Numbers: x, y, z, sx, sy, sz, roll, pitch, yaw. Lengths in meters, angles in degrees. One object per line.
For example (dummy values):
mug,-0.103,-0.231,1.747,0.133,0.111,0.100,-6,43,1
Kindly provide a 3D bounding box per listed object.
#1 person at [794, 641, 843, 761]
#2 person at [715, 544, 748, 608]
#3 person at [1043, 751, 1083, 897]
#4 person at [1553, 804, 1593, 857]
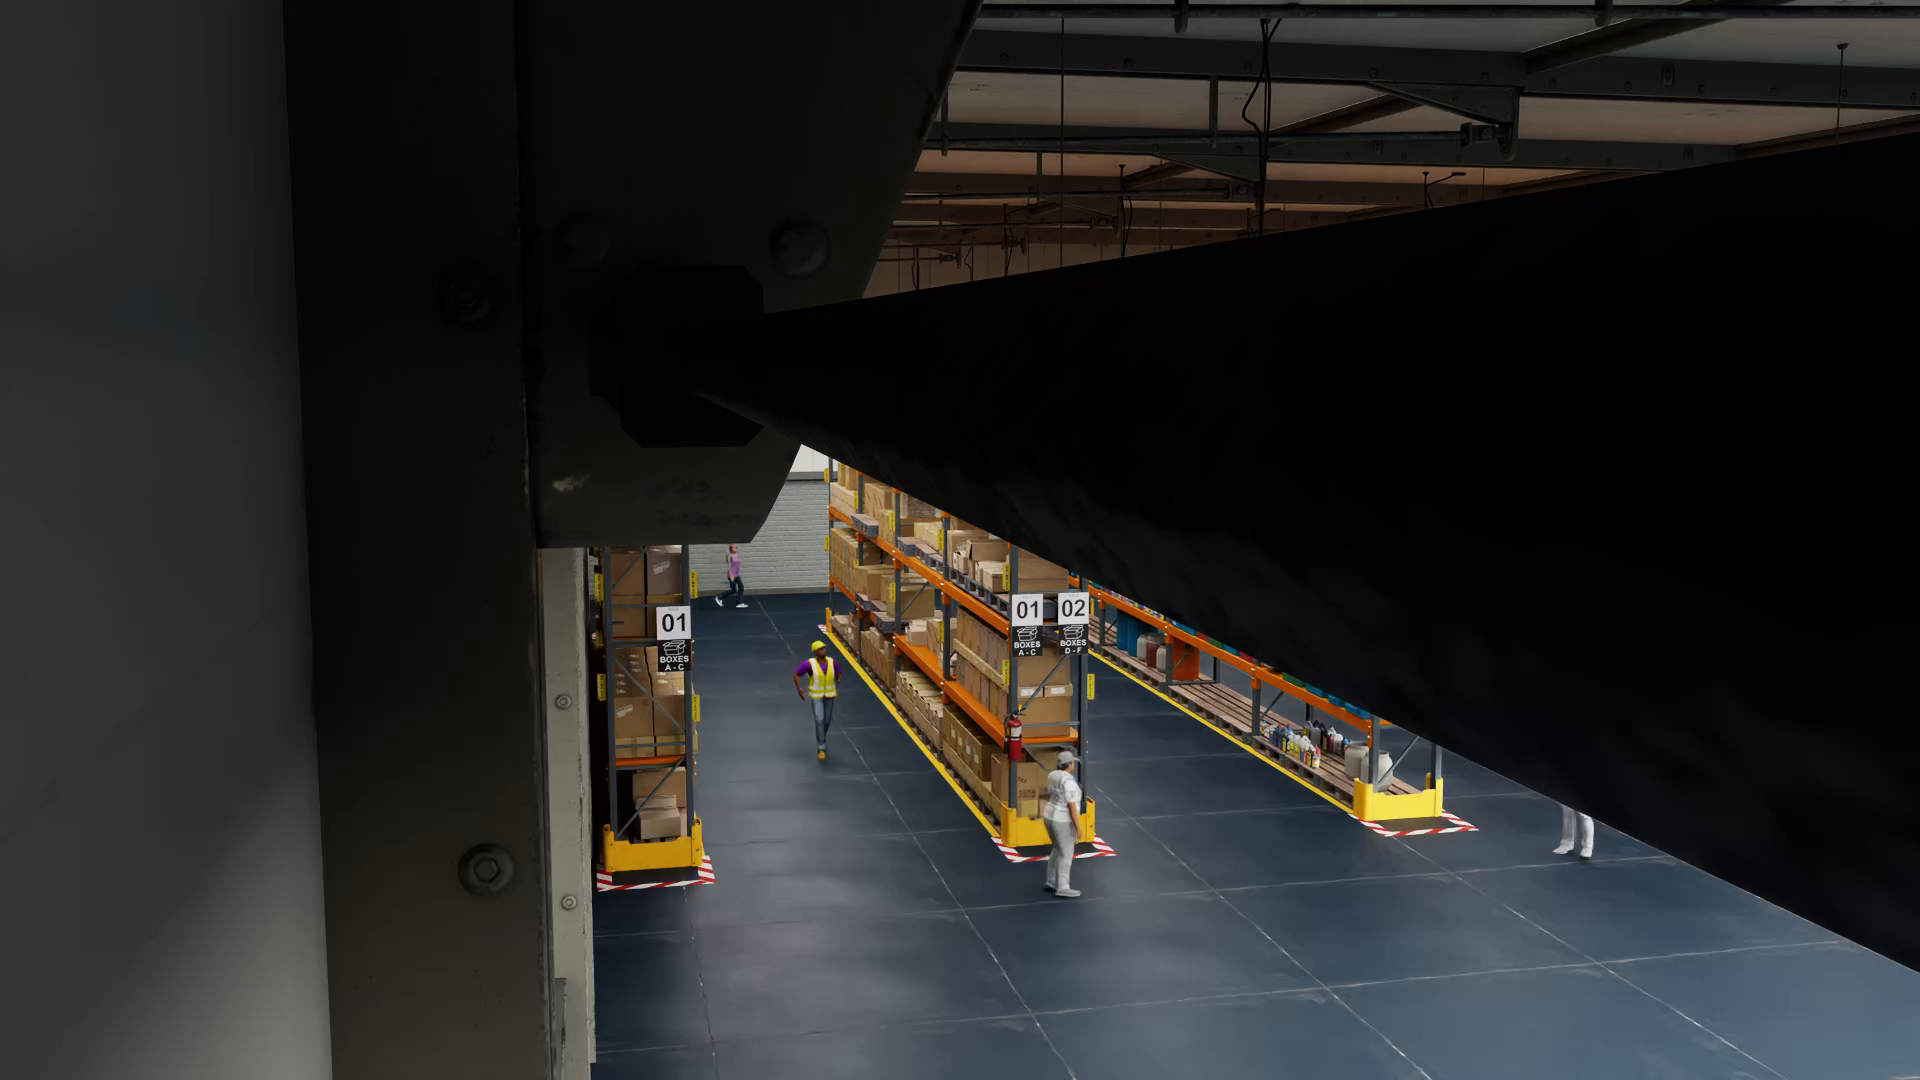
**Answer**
person,-2.137,2.412,25.468,0.765,1.730,1.016,-2,7,-15
person,-5.450,0.848,39.601,0.762,1.553,0.473,0,7,0
person,1.194,3.288,19.108,0.416,1.741,0.573,-3,7,-24
person,7.636,3.026,20.547,0.371,1.797,0.608,-6,9,-40
